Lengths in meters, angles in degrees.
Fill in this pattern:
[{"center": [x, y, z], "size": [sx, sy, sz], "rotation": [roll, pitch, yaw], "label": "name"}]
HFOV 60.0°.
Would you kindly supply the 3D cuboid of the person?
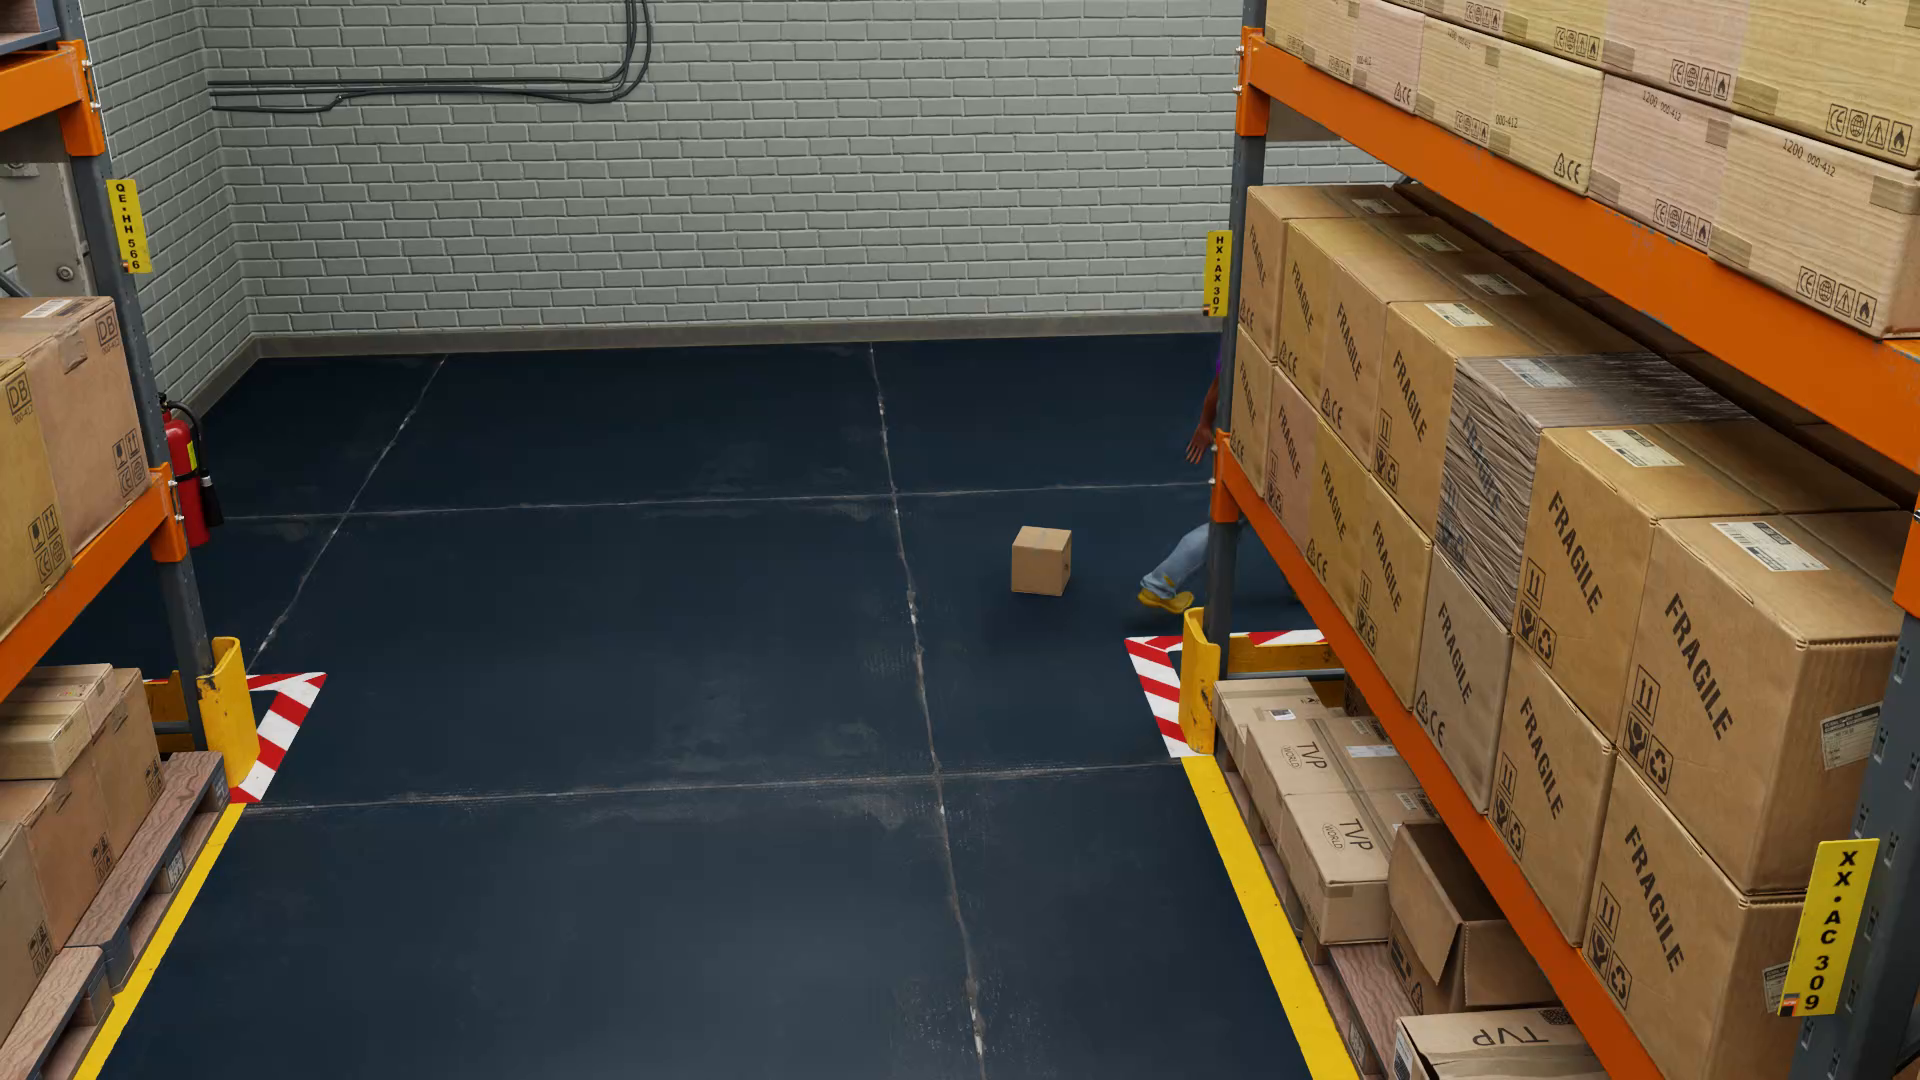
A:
[{"center": [1.371, -0.444, 7.635], "size": [1.123, 1.709, 0.608], "rotation": [-3, 24, -7], "label": "person"}]
